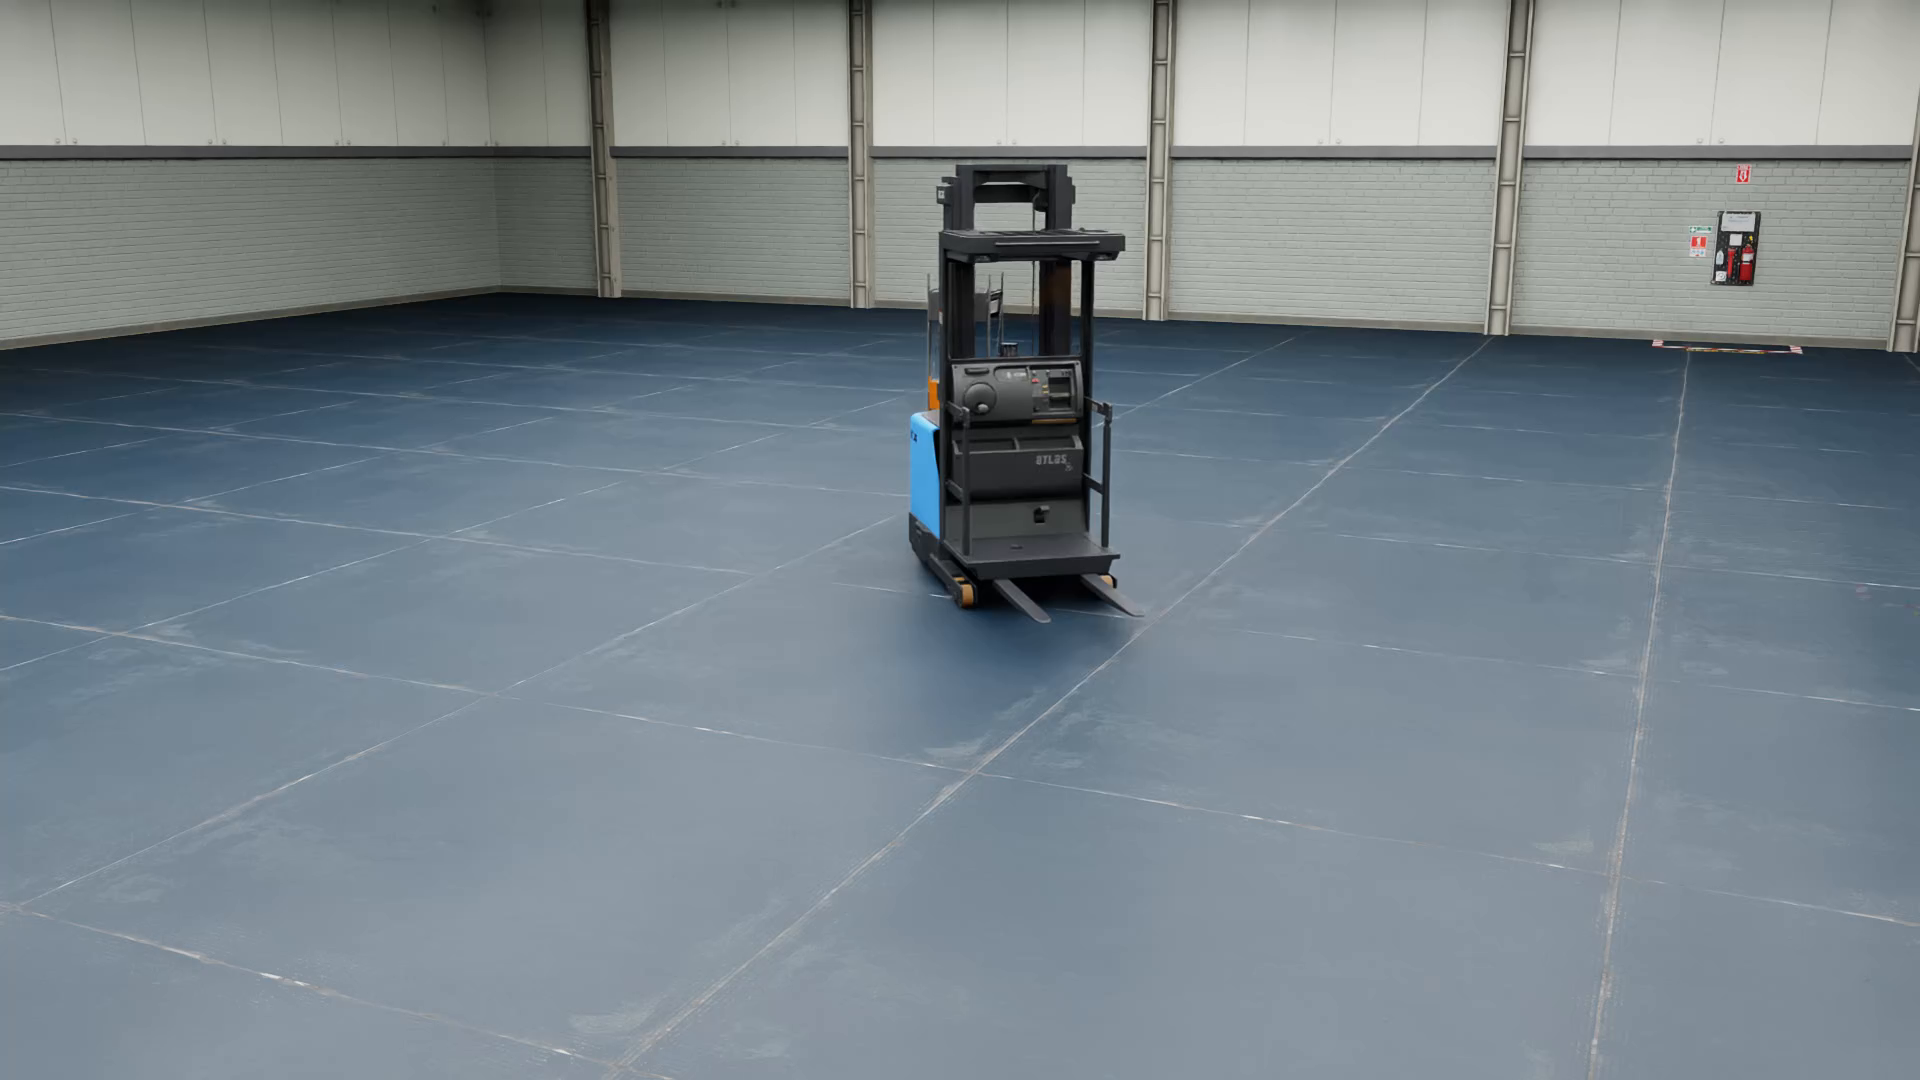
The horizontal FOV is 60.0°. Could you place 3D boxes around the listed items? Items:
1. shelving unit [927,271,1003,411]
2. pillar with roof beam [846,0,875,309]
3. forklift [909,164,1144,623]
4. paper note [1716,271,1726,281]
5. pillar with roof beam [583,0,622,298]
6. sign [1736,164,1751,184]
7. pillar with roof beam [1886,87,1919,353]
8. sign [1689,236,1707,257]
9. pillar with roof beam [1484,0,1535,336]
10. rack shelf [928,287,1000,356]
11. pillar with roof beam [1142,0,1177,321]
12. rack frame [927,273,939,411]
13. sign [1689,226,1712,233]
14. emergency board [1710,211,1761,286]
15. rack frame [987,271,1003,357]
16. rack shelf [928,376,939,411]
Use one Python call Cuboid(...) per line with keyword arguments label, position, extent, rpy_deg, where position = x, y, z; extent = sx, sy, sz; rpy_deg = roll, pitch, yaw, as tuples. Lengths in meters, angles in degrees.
Cuboid(label="shelving unit", position=(0.043, -1.070, 13.220), extent=(0.503, 2.100, 0.431), rpy_deg=(4, 14, 17))
Cuboid(label="pillar with roof beam", position=(-3.655, -8.065, 27.926), extent=(0.400, 9.000, 9.100), rpy_deg=(6, 14, 23))
Cuboid(label="forklift", position=(0.454, -1.061, 11.361), extent=(1.130, 2.935, 3.031), rpy_deg=(-3, 14, -13))
Cuboid(label="paper note", position=(12.168, -4.216, 26.585), extent=(0.142, 0.148, 0.016), rpy_deg=(6, 14, 23))
Cuboid(label="pillar with roof beam", position=(-9.141, -8.620, 30.292), extent=(0.400, 9.000, 9.100), rpy_deg=(6, 14, 23))
Cuboid(label="sign", position=(12.335, -5.764, 26.180), extent=(0.199, 0.298, 0.001), rpy_deg=(6, 14, 23))
Cuboid(label="pillar with roof beam", position=(12.802, -6.399, 20.828), extent=(0.400, 9.000, 9.100), rpy_deg=(6, 14, 23))
Cuboid(label="sign", position=(11.838, -4.704, 26.659), extent=(0.234, 0.329, 0.001), rpy_deg=(6, 14, 23))
Cuboid(label="pillar with roof beam", position=(7.316, -6.954, 23.194), extent=(0.400, 9.000, 9.100), rpy_deg=(6, 14, 23))
Cuboid(label="rack shelf", position=(0.043, -1.739, 13.063), extent=(0.480, 0.518, 0.431), rpy_deg=(4, 14, 17))
Cuboid(label="pillar with roof beam", position=(1.831, -7.510, 25.560), extent=(0.400, 9.000, 9.100), rpy_deg=(6, 14, 23))
Cuboid(label="rack frame", position=(-0.190, -1.087, 13.291), extent=(0.015, 2.100, 0.400), rpy_deg=(4, 14, 17))
Cuboid(label="sign", position=(11.839, -4.960, 26.589), extent=(0.331, 0.109, 0.001), rpy_deg=(6, 14, 23))
Cuboid(label="emergency board", position=(12.302, -4.614, 26.353), extent=(0.643, 1.169, 0.194), rpy_deg=(6, 14, 23))
Cuboid(label="rack frame", position=(0.276, -1.054, 13.149), extent=(0.015, 2.100, 0.400), rpy_deg=(4, 14, 17))
Cuboid(label="rack shelf", position=(0.043, -1.057, 13.223), extent=(0.480, 0.518, 0.431), rpy_deg=(4, 14, 17))
